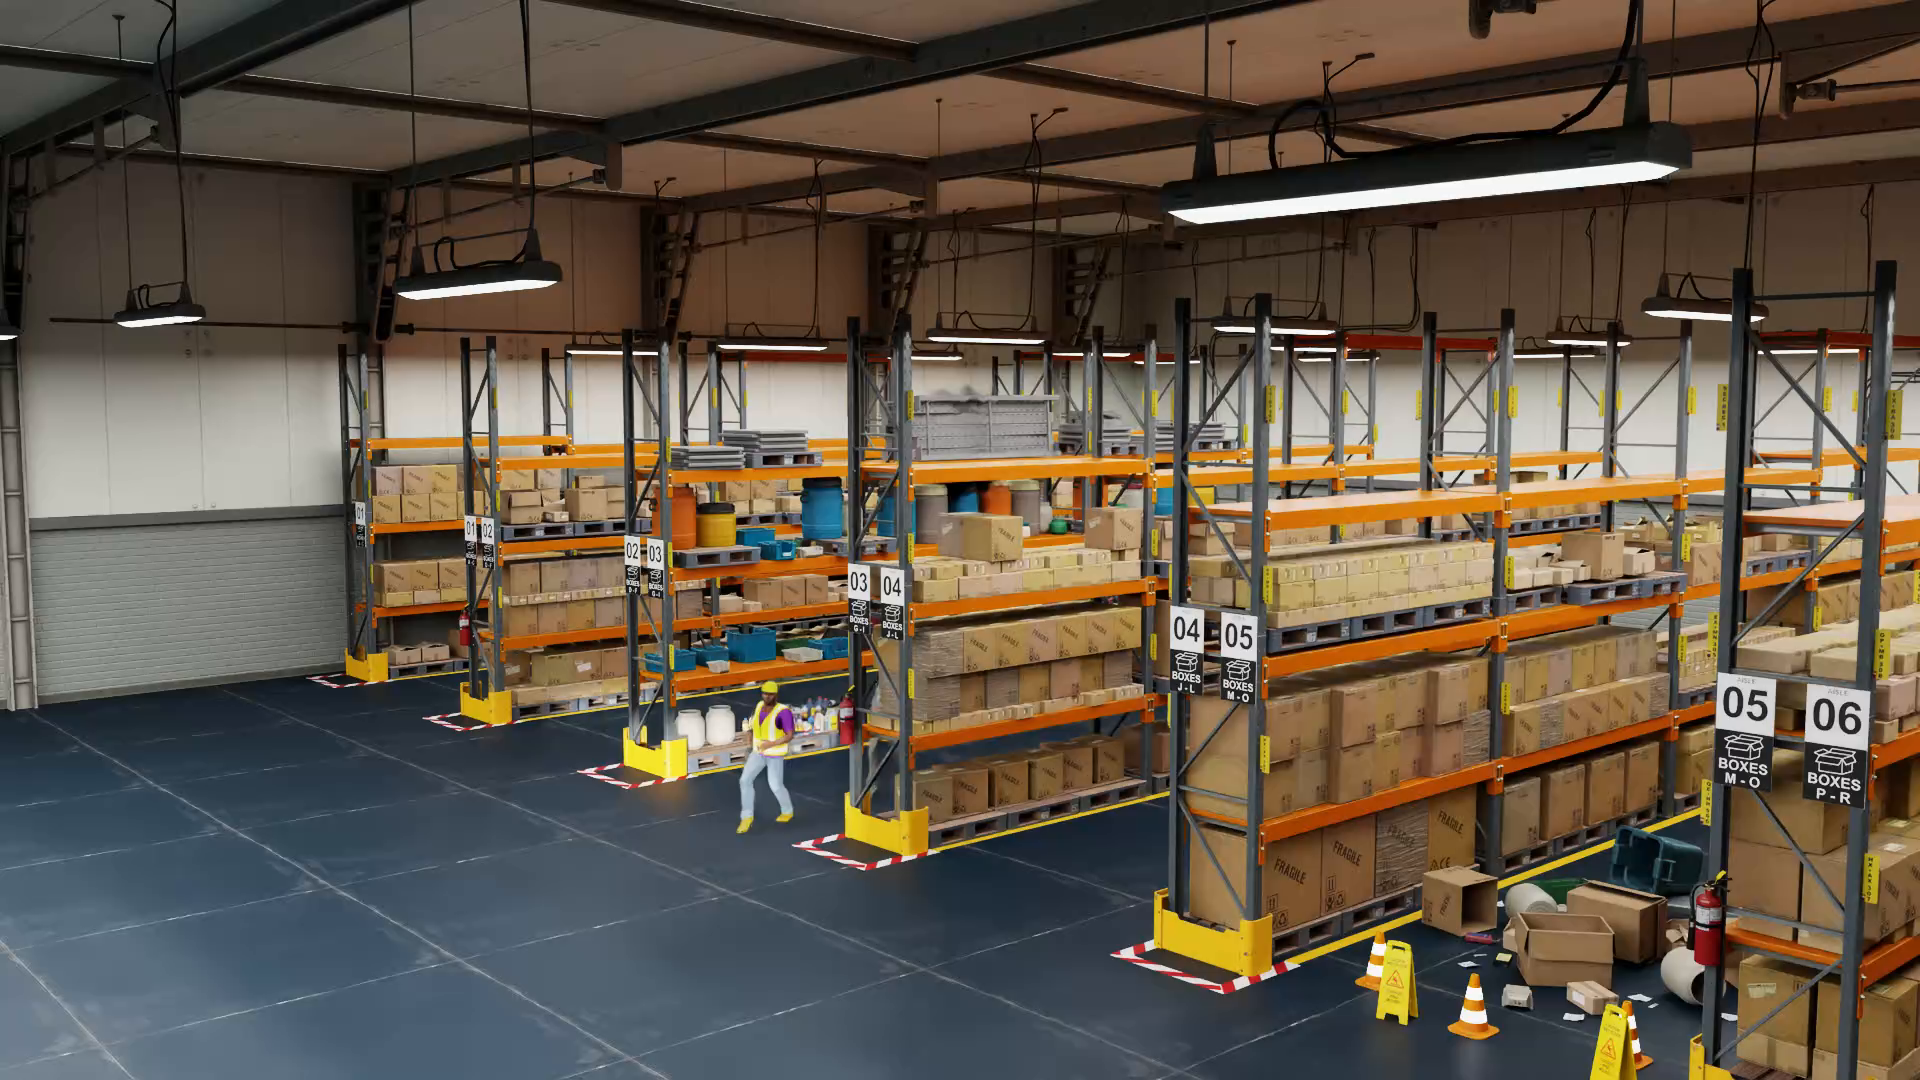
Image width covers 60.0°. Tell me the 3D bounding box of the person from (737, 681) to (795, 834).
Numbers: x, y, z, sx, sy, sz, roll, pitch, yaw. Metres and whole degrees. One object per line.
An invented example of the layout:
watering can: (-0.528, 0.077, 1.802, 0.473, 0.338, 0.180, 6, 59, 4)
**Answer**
person: (-2.247, 2.546, 19.591, 0.698, 1.805, 0.770, 3, 6, 31)

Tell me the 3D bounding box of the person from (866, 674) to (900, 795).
person: (-0.944, 2.447, 21.296, 0.517, 1.630, 0.784, 4, 6, 35)
